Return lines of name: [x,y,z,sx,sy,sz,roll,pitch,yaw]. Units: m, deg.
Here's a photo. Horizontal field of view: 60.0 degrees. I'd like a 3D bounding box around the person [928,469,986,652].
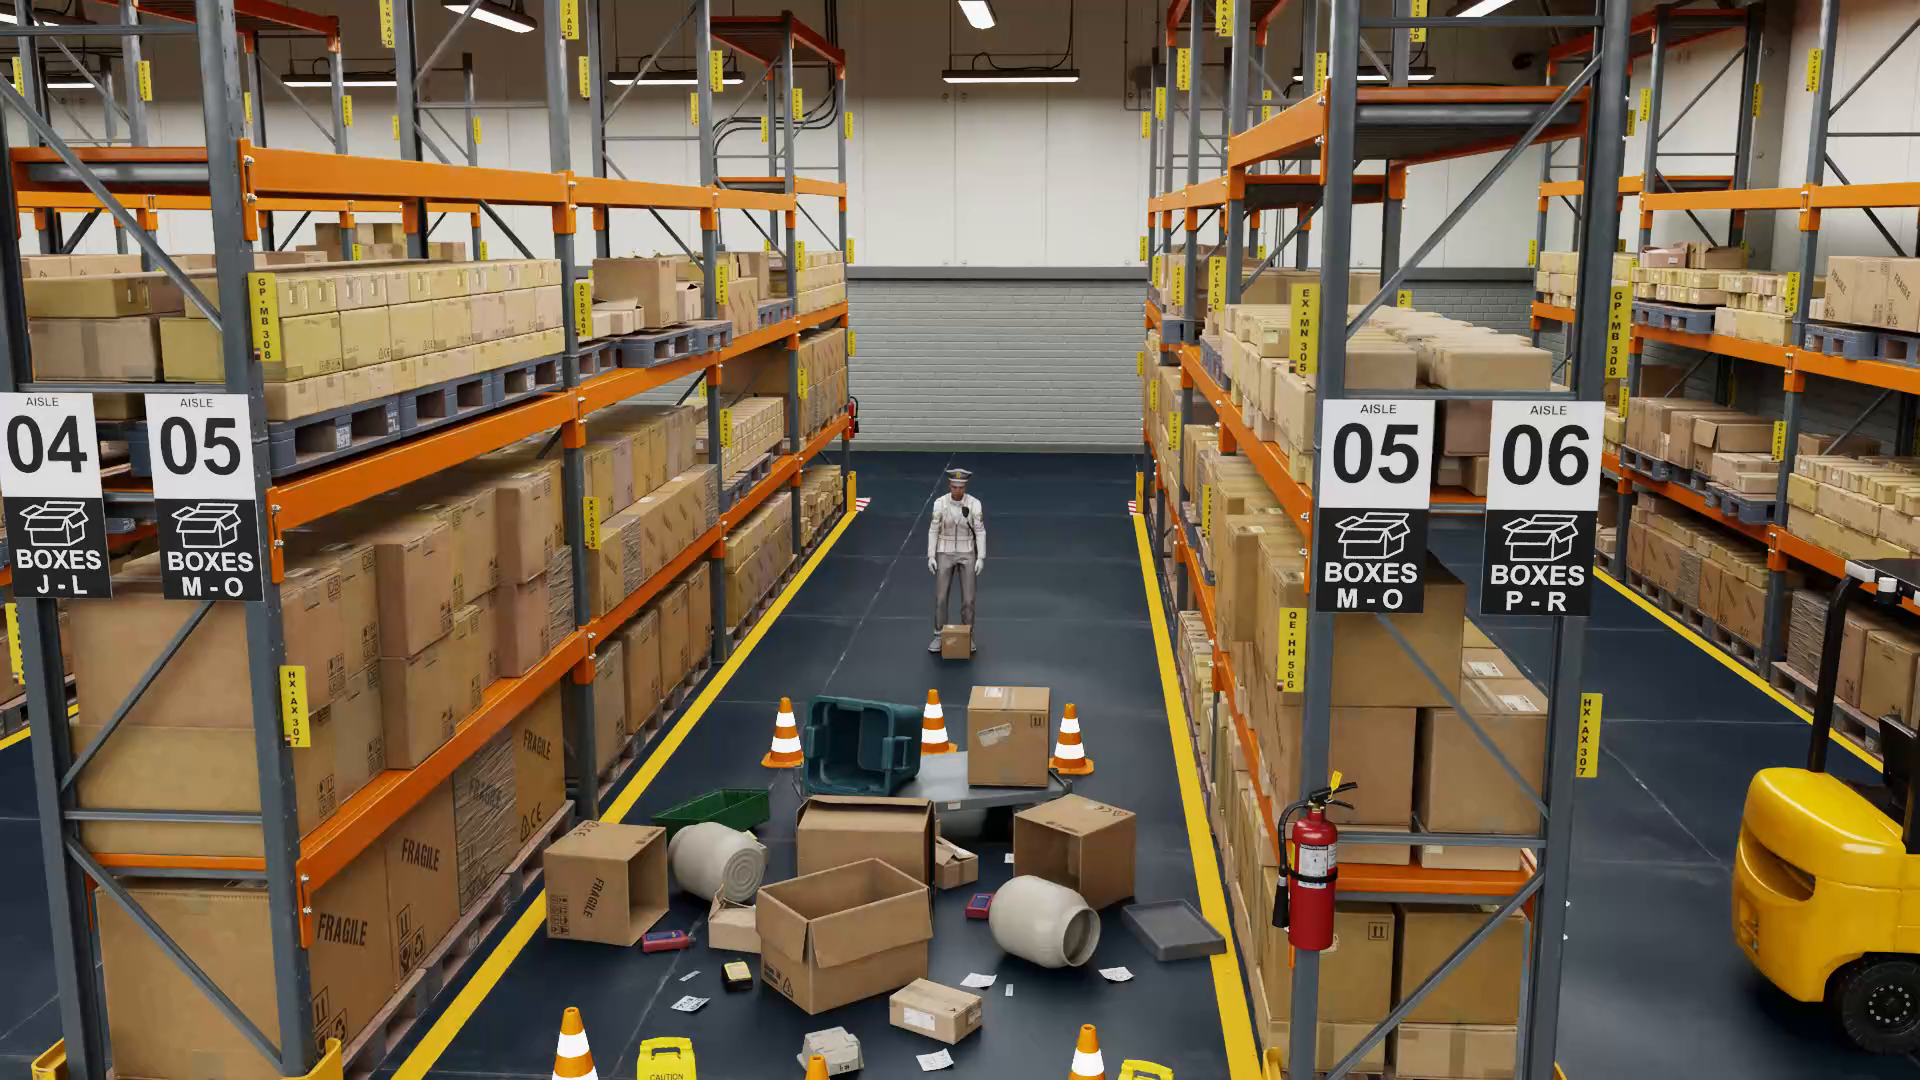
person: [-0.031,0.173,15.016,0.526,1.663,0.374,1,11,3]
